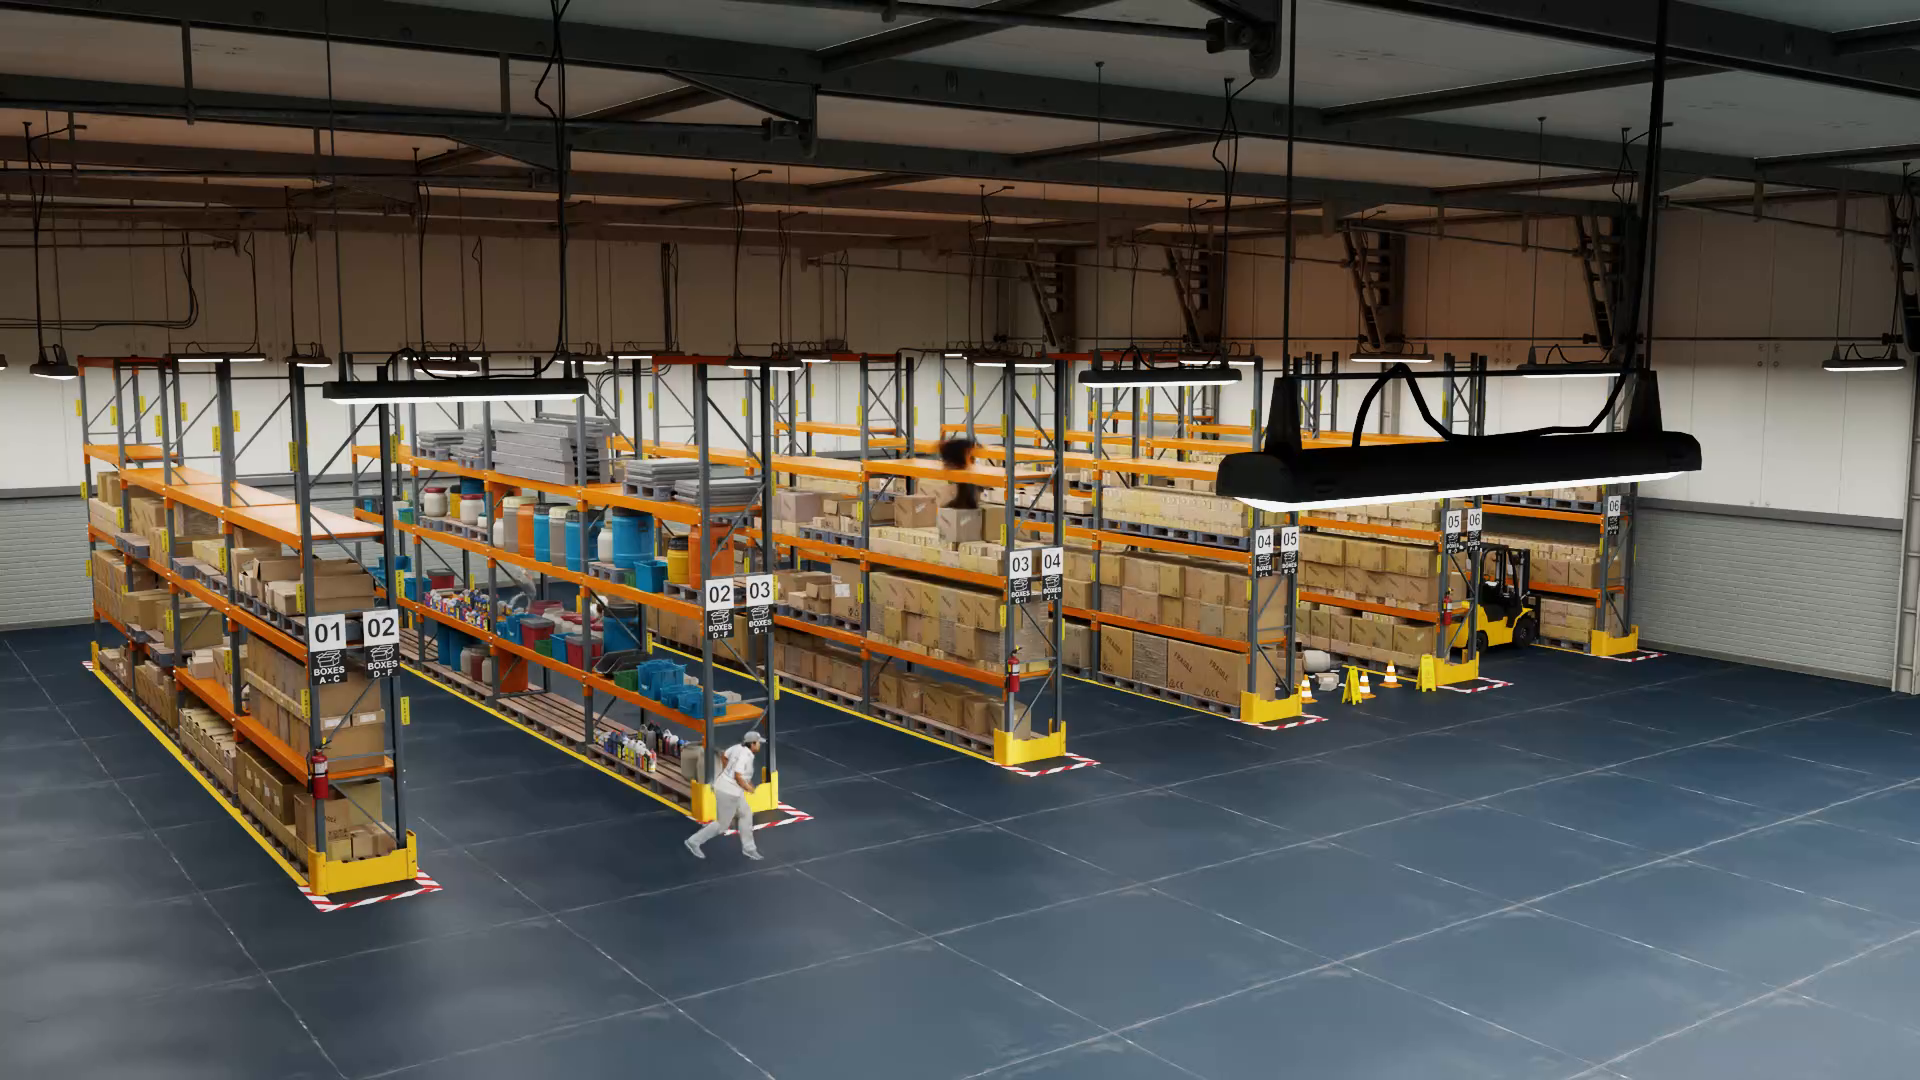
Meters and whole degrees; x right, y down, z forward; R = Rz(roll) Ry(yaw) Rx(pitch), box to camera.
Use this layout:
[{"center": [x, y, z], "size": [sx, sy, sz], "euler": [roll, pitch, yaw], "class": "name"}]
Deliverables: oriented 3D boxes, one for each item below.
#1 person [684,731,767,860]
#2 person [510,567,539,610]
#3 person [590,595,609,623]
[{"center": [-2.840, 3.135, 20.149], "size": [1.026, 1.628, 0.639], "euler": [-2, 7, -19], "class": "person"}, {"center": [-10.006, 0.921, 38.248], "size": [0.682, 1.562, 0.527], "euler": [-3, 8, -25], "class": "person"}, {"center": [-6.959, 1.743, 31.730], "size": [0.977, 1.474, 0.695], "euler": [5, 9, 37], "class": "person"}]
